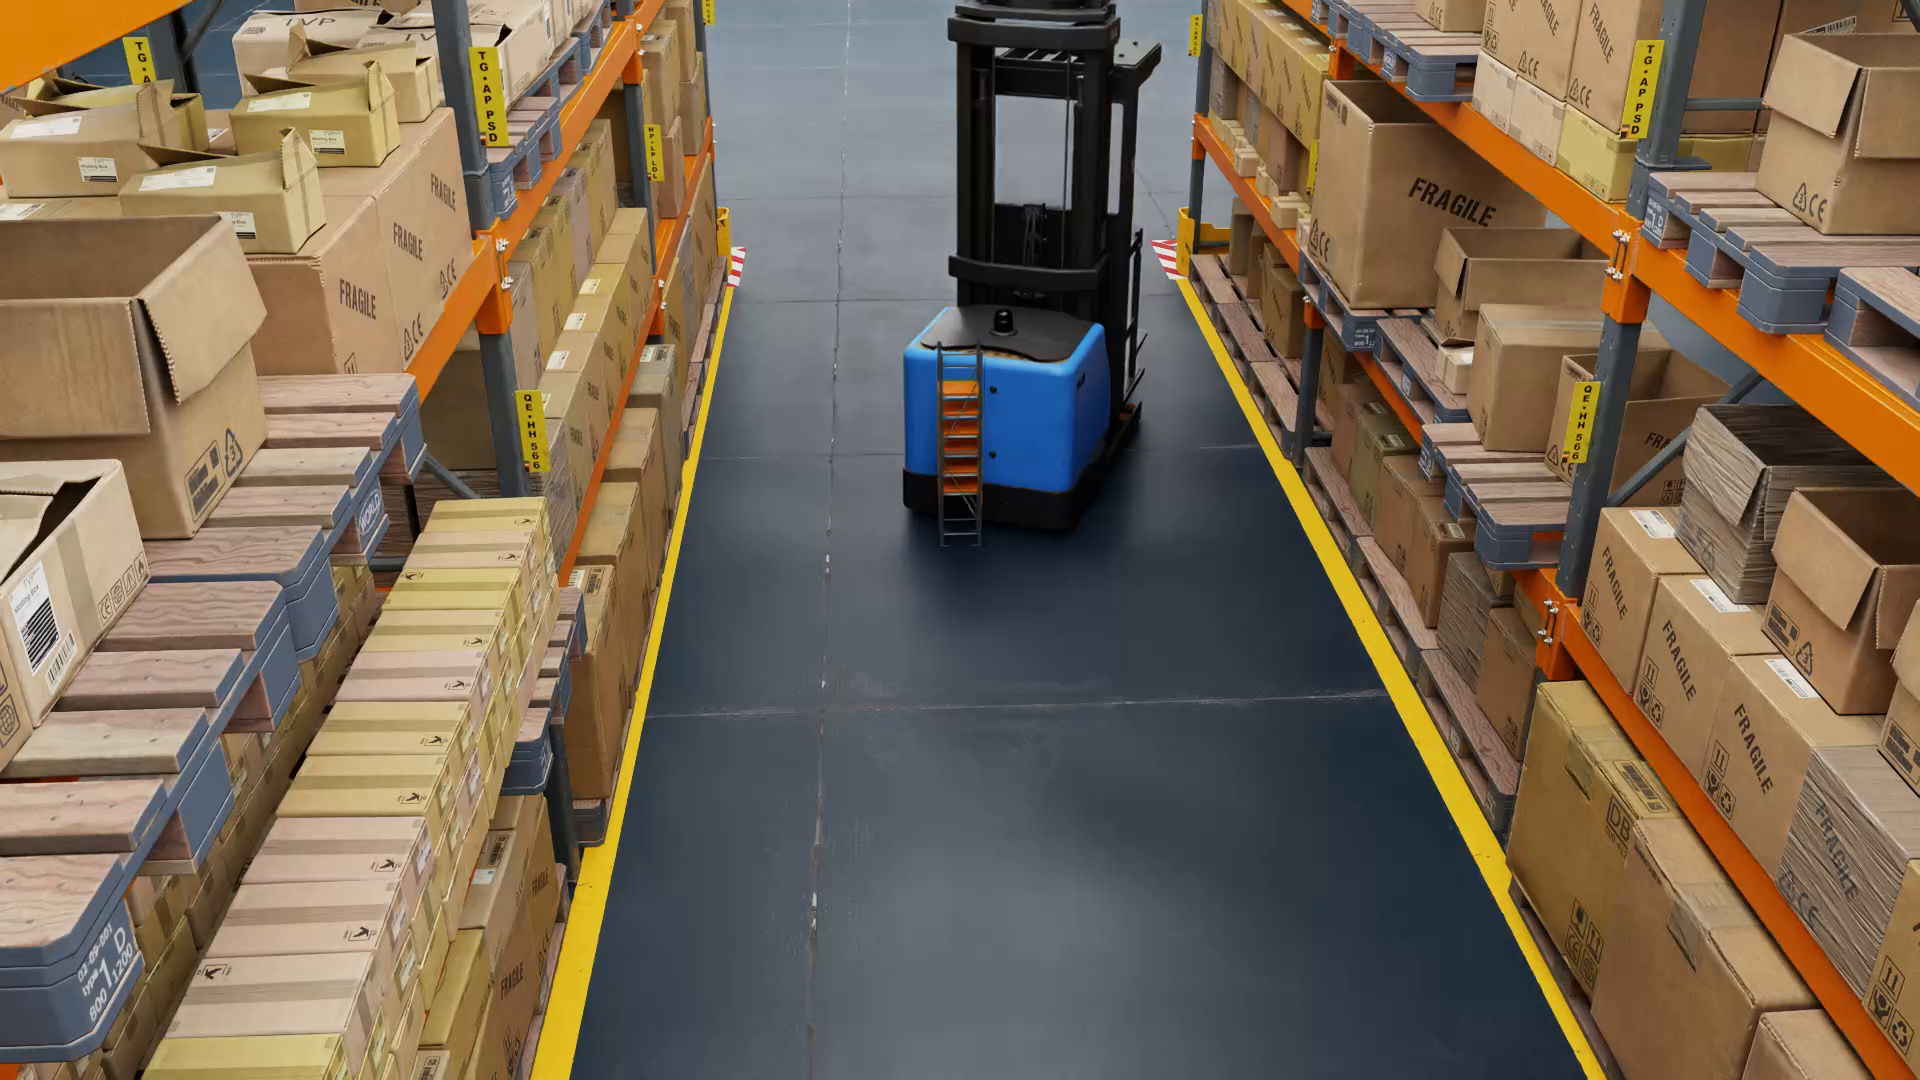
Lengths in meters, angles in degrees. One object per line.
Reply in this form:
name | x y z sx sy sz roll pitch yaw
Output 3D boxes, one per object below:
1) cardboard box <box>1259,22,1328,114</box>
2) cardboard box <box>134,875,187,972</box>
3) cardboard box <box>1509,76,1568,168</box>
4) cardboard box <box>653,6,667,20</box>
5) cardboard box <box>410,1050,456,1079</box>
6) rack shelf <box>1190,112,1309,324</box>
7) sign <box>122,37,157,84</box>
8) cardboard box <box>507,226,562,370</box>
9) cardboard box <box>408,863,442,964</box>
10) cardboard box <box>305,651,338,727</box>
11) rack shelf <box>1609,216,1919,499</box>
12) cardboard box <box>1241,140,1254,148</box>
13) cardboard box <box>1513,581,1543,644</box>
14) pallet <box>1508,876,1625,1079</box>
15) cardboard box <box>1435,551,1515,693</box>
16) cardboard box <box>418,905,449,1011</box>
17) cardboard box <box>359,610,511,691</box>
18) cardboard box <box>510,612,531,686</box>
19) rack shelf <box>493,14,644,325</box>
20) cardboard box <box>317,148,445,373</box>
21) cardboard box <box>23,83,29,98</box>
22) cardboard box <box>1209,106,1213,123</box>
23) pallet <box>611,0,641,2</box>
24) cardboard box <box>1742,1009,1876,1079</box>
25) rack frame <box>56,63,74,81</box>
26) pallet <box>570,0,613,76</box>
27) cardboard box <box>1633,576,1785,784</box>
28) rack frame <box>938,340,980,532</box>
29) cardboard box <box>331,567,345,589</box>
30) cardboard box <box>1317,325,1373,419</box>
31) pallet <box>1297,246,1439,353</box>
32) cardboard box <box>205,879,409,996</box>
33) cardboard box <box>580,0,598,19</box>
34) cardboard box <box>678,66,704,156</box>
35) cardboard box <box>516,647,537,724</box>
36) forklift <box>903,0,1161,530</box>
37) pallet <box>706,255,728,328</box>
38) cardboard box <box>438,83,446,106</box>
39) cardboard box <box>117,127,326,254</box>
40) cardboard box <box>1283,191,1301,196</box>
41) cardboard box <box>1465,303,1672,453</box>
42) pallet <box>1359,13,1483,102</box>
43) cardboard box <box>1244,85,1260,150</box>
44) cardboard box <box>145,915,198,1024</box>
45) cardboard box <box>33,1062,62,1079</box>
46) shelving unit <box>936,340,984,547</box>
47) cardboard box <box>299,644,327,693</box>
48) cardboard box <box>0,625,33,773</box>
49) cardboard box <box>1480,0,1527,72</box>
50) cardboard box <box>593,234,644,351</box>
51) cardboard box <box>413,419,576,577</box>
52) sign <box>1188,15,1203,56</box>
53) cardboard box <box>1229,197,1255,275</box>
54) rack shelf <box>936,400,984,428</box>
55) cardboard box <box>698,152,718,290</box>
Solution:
cardboard box | 2.289 -3.103 10.945 0.500 0.500 0.500 -1 28 -3
cardboard box | -2.191 0.952 4.176 0.380 0.149 0.250 -1 28 -2
cardboard box | 2.540 -1.679 6.645 0.500 0.250 0.500 -1 28 -3
cardboard box | -2.532 -3.454 11.799 0.875 0.550 0.550 -1 28 -3
cardboard box | -1.728 1.707 4.671 0.500 0.250 0.500 0 28 -1
rack shelf | 2.536 -2.425 11.935 1.077 0.370 4.000 -1 28 -3
sign | -2.664 -1.485 5.465 0.100 0.325 0.005 -1 28 -3
cardboard box | -2.180 -1.066 7.361 0.700 0.500 0.500 -2 28 -3
cardboard box | -1.535 0.941 4.198 0.380 0.149 0.250 -2 28 -4
cardboard box | -2.259 0.485 5.394 0.380 0.149 0.250 0 28 0
rack shelf | 2.953 -0.061 4.157 1.077 0.370 4.000 -1 28 -3
cardboard box | 2.280 -2.842 12.227 0.380 0.149 0.250 -1 28 -3
cardboard box | 2.784 0.299 7.350 0.500 0.250 0.500 0 28 -1
pallet | 2.815 1.629 6.399 1.003 0.211 1.213 -1 28 -3
cardboard box | 2.752 0.375 8.015 0.700 0.500 0.500 -4 28 -7
cardboard box | -1.536 1.076 4.261 0.380 0.149 0.250 -2 28 -4
cardboard box | -1.584 0.336 5.035 0.380 0.149 0.250 -1 28 -1
cardboard box | -1.597 0.355 5.322 0.380 0.149 0.250 -1 28 -1
rack shelf | -2.214 -1.835 7.559 1.077 0.370 4.000 -1 28 -3
cardboard box | -1.787 -0.787 4.663 0.500 0.500 0.500 -1 28 -3
cardboard box | -7.162 -3.361 12.521 0.500 0.500 0.500 -2 28 -4
cardboard box | 2.208 -3.419 13.334 0.380 0.149 0.250 -1 28 -3
pallet | -2.351 -3.416 9.909 1.003 0.211 1.213 -1 28 -3
cardboard box | 2.957 1.922 4.665 1.225 0.875 0.875 -2 28 -4
rack frame | -7.465 -3.429 13.080 1.000 3.000 0.127 -1 28 -3
pallet | -2.221 -2.571 8.398 0.805 0.209 1.217 -2 28 -5
cardboard box | 2.632 0.451 5.533 0.500 0.500 0.500 -2 28 -4
rack frame | -0.006 -0.581 9.566 0.240 1.200 0.006 -1 28 -3
cardboard box | -2.262 0.103 5.483 0.380 0.149 0.250 -2 28 -4
cardboard box | 2.659 -1.084 10.834 0.500 0.500 0.500 -2 28 -4
pallet | 2.535 -1.379 9.358 1.003 0.211 1.213 -1 28 -3
cardboard box | -1.518 0.935 3.889 0.380 0.149 0.250 -2 28 -3
cardboard box | -2.034 -2.677 7.995 0.500 0.250 0.500 -2 28 -3
cardboard box | -2.412 -3.238 12.552 0.875 0.550 0.550 -1 28 -3
cardboard box | -1.600 0.475 5.413 0.380 0.149 0.250 -1 28 -2
forklift | 0.591 -2.023 10.460 1.130 2.935 3.031 8 29 16
pallet | -2.407 -1.991 13.339 1.003 0.211 1.213 -1 28 -3
cardboard box | -1.967 -1.508 5.863 0.380 0.149 0.250 -2 28 -5
cardboard box | -1.741 -0.840 3.938 0.396 0.266 0.258 -1 28 -3
cardboard box | 2.373 -2.266 11.122 0.380 0.149 0.250 -1 28 -3
cardboard box | 2.652 -0.708 7.301 0.700 0.500 0.500 3 28 5
pallet | 2.623 -2.301 7.877 1.213 0.211 1.003 -1 28 -3
cardboard box | 2.561 -3.130 12.077 0.875 0.500 0.500 -1 28 -3
cardboard box | -2.190 1.092 4.231 0.380 0.149 0.250 0 28 0
cardboard box | -2.157 1.063 3.643 0.380 0.149 0.250 -1 28 -3
shelving unit | -0.001 -0.539 9.485 0.258 1.200 0.189 -1 28 -3
cardboard box | -2.251 0.369 5.294 0.380 0.149 0.250 -2 28 -4
cardboard box | -1.811 0.209 2.300 0.700 0.500 0.500 -1 28 -3
cardboard box | 2.526 -2.249 6.927 0.500 0.500 0.500 -1 28 -2
cardboard box | -1.998 -1.324 8.937 0.500 0.500 0.500 -2 28 -3
cardboard box | -1.863 -0.159 6.702 0.500 0.500 0.500 -1 28 -2
sign | 1.889 -4.039 13.314 0.100 0.325 0.005 -1 28 -3
cardboard box | 2.447 -2.457 13.466 0.500 0.500 0.500 4 28 7
rack shelf | -0.001 -0.712 9.395 0.258 0.103 0.180 -1 28 -3
cardboard box | -2.426 -2.527 13.196 0.875 0.875 0.875 -1 28 -2
